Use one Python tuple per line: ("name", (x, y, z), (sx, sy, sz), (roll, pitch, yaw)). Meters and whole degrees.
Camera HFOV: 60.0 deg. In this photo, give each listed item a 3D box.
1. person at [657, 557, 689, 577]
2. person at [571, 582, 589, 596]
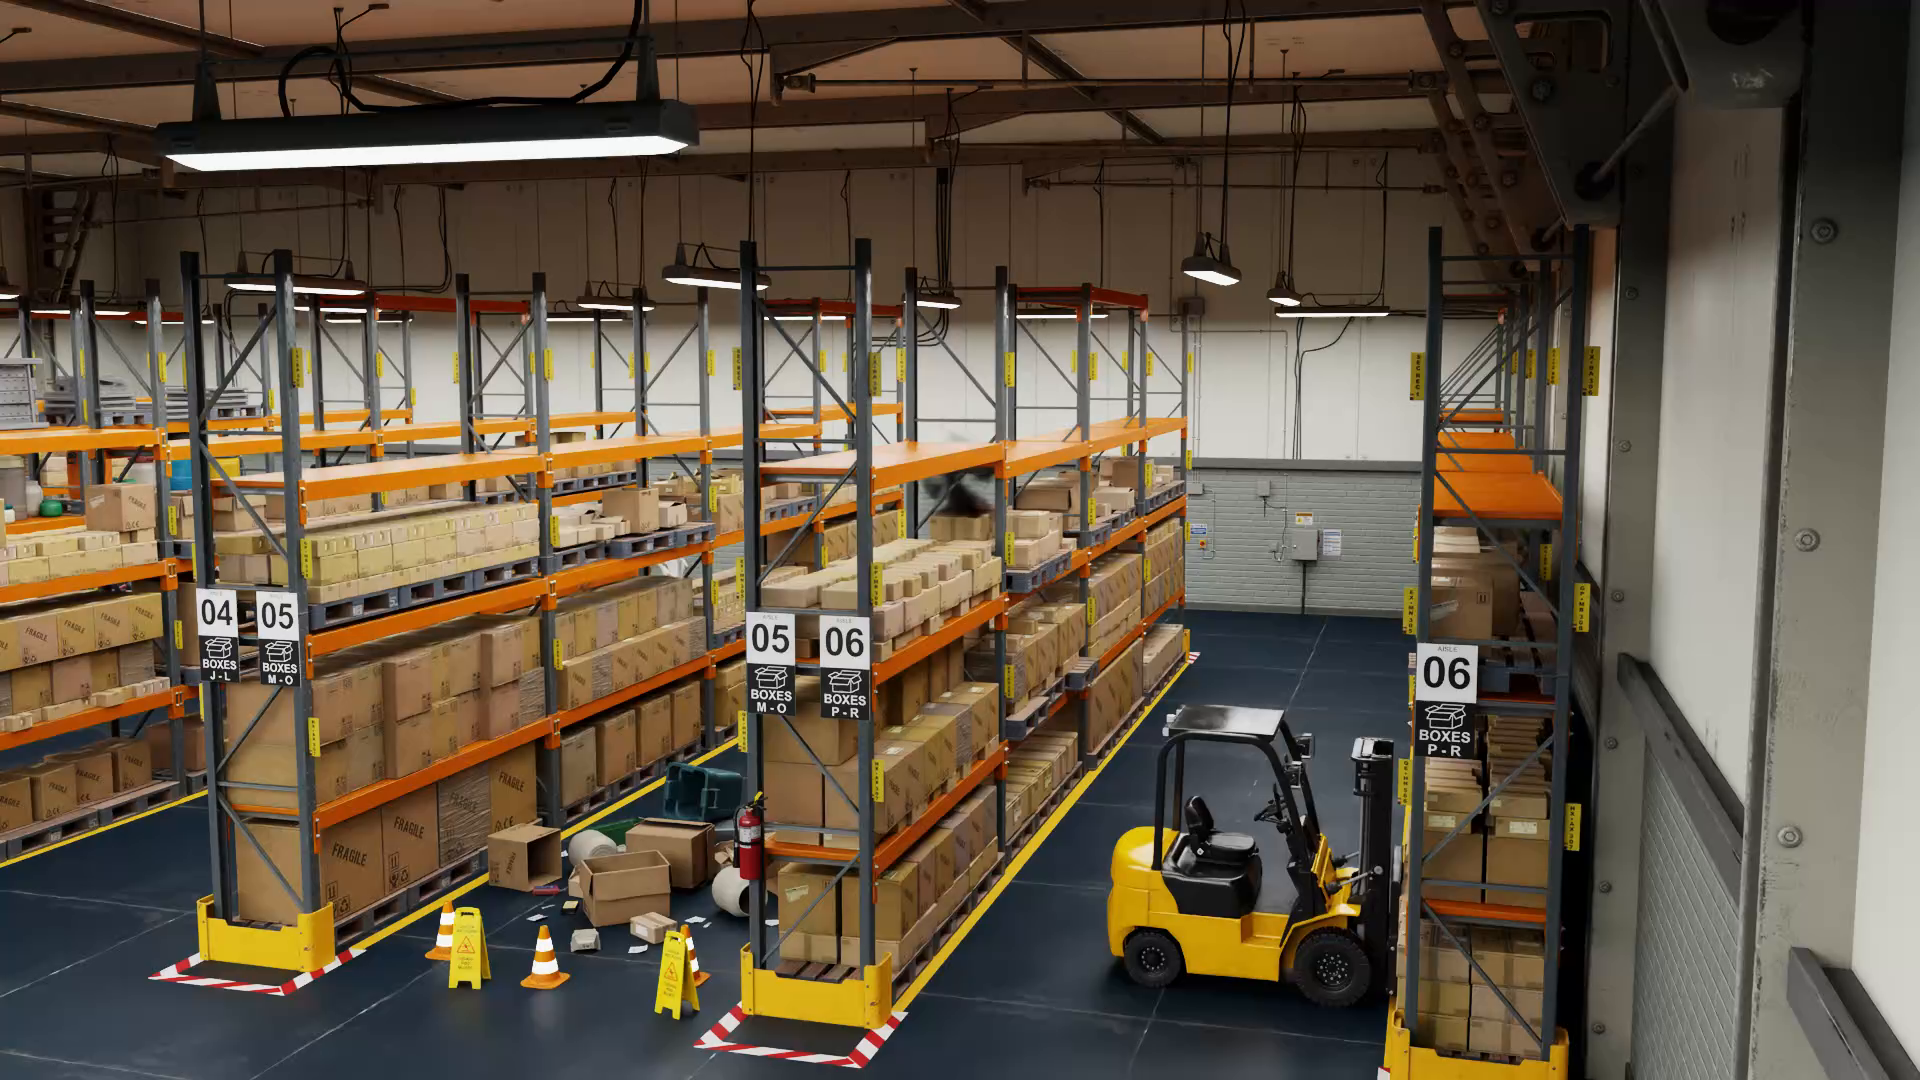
("person", (-5.507, 0.719, 32.154), (0.525, 1.750, 0.747), (4, 7, 31))
("person", (-5.901, 1.433, 26.202), (0.594, 1.677, 0.783), (2, 7, 14))
